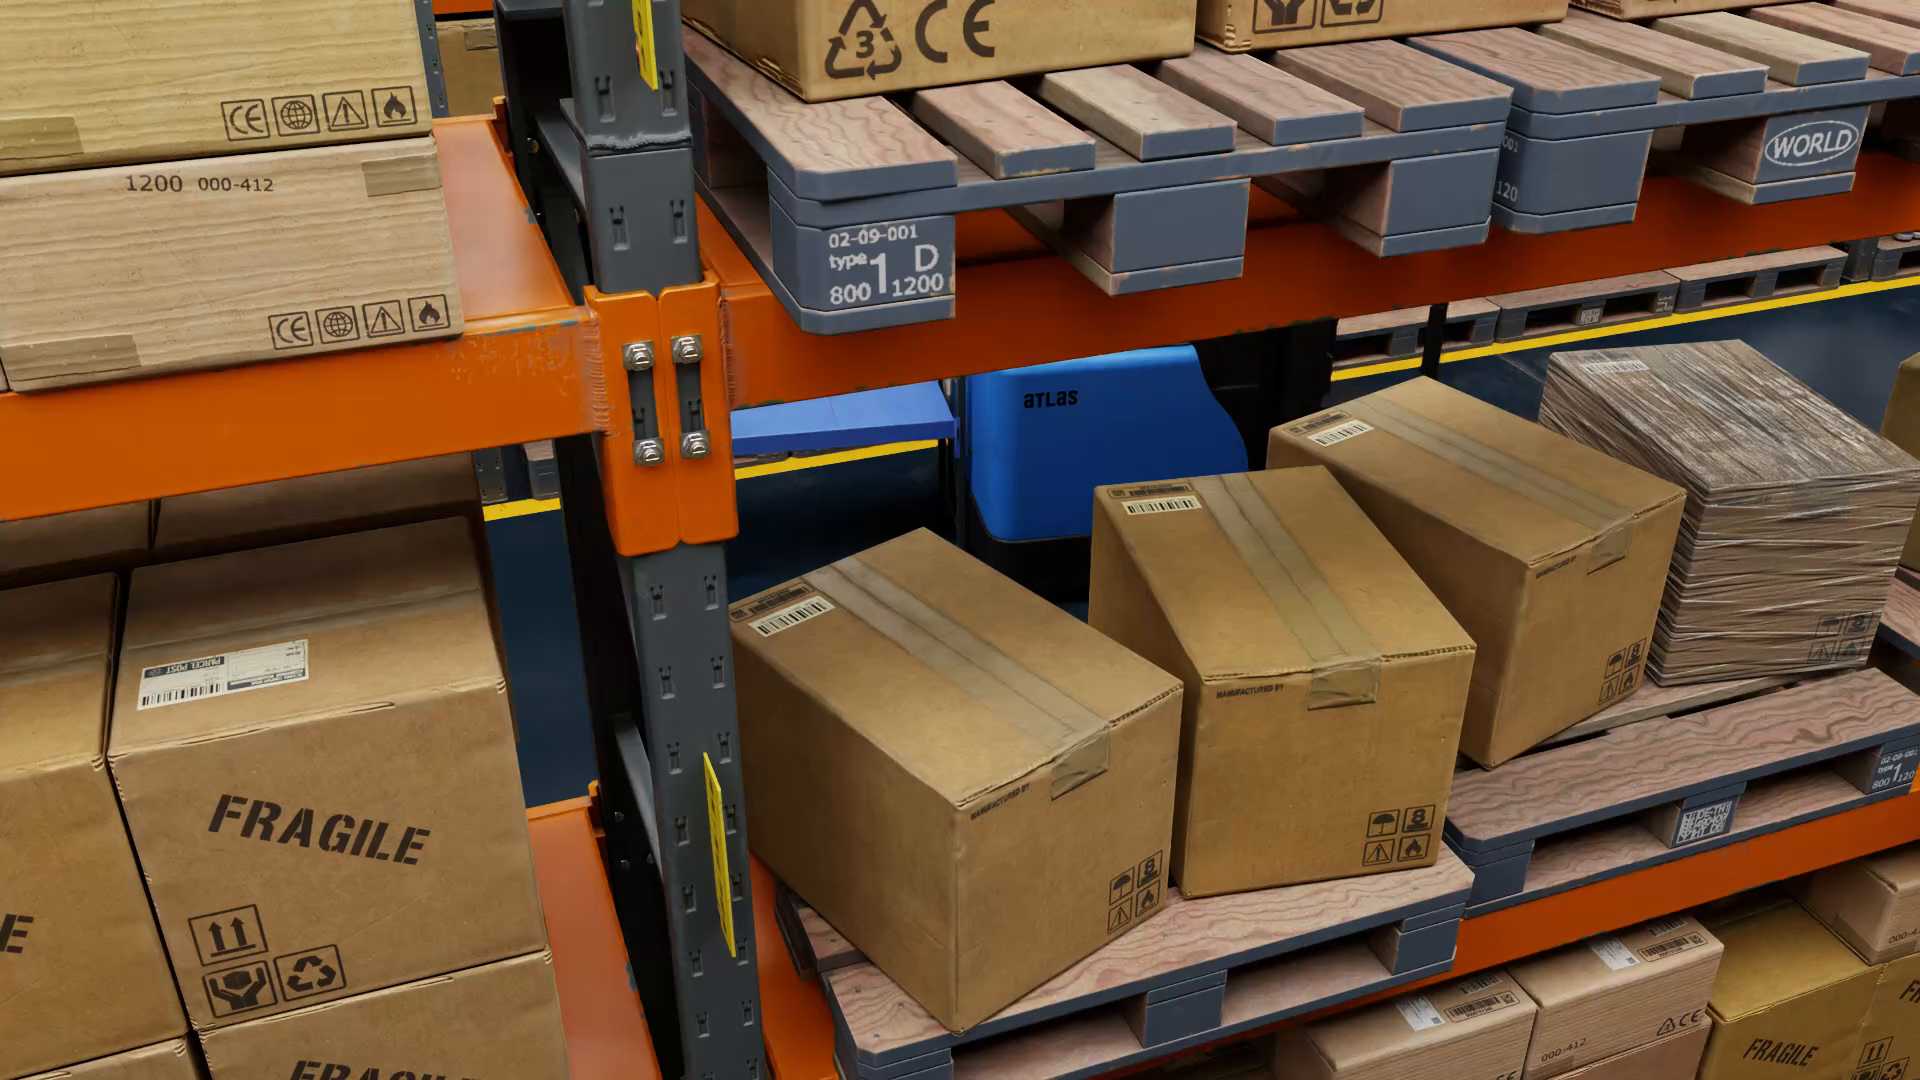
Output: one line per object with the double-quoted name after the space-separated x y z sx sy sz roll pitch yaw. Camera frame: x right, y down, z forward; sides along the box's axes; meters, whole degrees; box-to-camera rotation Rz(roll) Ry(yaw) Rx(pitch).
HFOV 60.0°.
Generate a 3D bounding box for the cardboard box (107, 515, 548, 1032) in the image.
-0.943 0.332 2.526 0.500 0.500 0.500 -10 31 -17 "cardboard box"

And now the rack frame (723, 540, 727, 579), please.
-1.037 -0.607 6.801 0.032 1.500 0.500 -5 30 -9 "rack frame"

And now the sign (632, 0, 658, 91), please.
-0.363 -0.675 1.852 0.005 0.325 0.100 -10 31 -18 "sign"

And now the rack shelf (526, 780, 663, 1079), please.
-2.434 1.260 2.735 4.000 0.370 1.077 -10 31 -18 "rack shelf"

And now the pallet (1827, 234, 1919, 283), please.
5.859 -1.962 10.481 1.213 0.211 1.003 -10 31 -18 "pallet"

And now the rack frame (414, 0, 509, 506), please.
-2.283 -1.696 7.197 0.127 3.000 1.000 -10 31 -18 "rack frame"

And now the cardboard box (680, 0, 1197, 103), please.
-0.062 -1.023 2.359 0.600 0.600 0.600 -14 32 -22 "cardboard box"

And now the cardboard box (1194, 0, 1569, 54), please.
0.557 -1.149 2.580 0.600 0.600 0.600 -11 31 -18 "cardboard box"

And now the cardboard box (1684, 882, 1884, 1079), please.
1.910 1.166 4.253 0.500 0.500 0.500 -12 32 -19 "cardboard box"

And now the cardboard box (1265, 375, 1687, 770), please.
1.075 0.043 3.619 0.500 0.500 0.700 -19 35 -30 "cardboard box"

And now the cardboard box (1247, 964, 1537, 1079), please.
0.916 1.029 3.738 0.500 0.250 0.500 -10 31 -18 "cardboard box"

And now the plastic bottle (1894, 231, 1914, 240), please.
5.666 -1.935 9.927 0.097 0.271 0.097 0 30 0 "plastic bottle"

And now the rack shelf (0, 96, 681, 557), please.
-2.434 -0.043 1.992 4.000 0.370 1.077 -10 31 -18 "rack shelf"

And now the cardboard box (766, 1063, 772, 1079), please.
-0.197 1.279 4.055 0.500 0.500 0.500 -11 31 -18 "cardboard box"

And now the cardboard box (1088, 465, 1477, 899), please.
0.585 0.250 3.255 0.500 0.500 0.700 -6 30 -10 "cardboard box"

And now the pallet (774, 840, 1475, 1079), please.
0.227 0.599 3.363 1.213 0.211 1.003 -10 31 -18 "pallet"

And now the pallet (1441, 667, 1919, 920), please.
1.368 0.333 3.829 1.213 0.211 1.003 -10 31 -18 "pallet"

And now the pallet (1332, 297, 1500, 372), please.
2.205 -1.291 9.303 1.213 0.211 1.003 -10 31 -18 "pallet"

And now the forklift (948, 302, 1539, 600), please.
1.513 -1.378 6.708 3.031 2.935 1.130 -5 30 -9 "forklift"

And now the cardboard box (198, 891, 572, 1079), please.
-0.939 0.764 2.777 0.500 0.500 0.500 -10 31 -17 "cardboard box"

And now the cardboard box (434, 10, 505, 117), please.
-3.417 -3.373 11.863 0.875 0.875 1.225 -10 31 -17 "cardboard box"

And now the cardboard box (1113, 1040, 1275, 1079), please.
0.475 1.430 3.791 0.500 0.500 0.500 -10 31 -17 "cardboard box"

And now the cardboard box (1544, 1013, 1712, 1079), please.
1.420 1.260 4.089 0.500 0.500 0.500 -12 32 -19 "cardboard box"

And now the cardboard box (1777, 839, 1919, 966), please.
2.343 0.763 4.204 0.500 0.250 0.500 -9 31 -16 "cardboard box"

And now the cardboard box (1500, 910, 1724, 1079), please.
1.386 0.942 3.890 0.500 0.250 0.500 -11 31 -19 "cardboard box"

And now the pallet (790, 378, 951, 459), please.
-0.400 -0.811 8.460 1.213 0.211 1.003 -10 31 -18 "pallet"

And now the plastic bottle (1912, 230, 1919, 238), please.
5.761 -1.922 9.975 0.097 0.201 0.097 0 30 0 "plastic bottle"

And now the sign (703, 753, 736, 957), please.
-0.363 0.477 2.509 0.005 0.325 0.100 -10 31 -18 "sign"

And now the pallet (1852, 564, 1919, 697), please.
2.579 0.145 4.159 1.003 0.211 1.213 -10 31 -18 "pallet"

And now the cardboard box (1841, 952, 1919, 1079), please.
2.395 1.077 4.410 0.500 0.500 0.500 -9 31 -16 "cardboard box"

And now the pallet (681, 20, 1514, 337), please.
0.076 -0.699 2.607 1.003 0.211 1.213 -10 31 -18 "pallet"

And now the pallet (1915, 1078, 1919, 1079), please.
2.476 1.235 4.869 1.213 0.211 1.003 -10 31 -18 "pallet"

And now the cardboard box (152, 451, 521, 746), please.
-1.099 0.075 2.977 0.500 0.500 0.500 -10 31 -16 "cardboard box"

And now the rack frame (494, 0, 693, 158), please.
-0.560 -2.004 1.677 0.127 3.000 1.000 -10 31 -18 "rack frame"

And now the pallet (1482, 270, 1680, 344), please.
3.347 -1.500 9.669 1.213 0.211 1.003 -10 31 -18 "pallet"

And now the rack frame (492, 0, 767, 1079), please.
-0.560 0.602 3.162 0.127 3.000 1.000 -10 31 -18 "rack frame"

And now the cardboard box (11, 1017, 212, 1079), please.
-1.421 0.854 2.620 0.500 0.500 0.500 -10 31 -16 "cardboard box"

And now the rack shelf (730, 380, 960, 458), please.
-0.538 -0.498 6.972 1.000 0.185 0.538 -5 30 -9 "rack shelf"

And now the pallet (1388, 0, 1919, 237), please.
1.047 -0.880 2.924 1.003 0.211 1.213 -10 31 -18 "pallet"

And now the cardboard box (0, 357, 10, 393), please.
-1.395 -0.347 1.950 0.500 0.250 0.500 -10 31 -18 "cardboard box"

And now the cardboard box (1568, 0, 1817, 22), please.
1.187 -1.255 2.765 0.600 0.600 0.600 -12 32 -20 "cardboard box"

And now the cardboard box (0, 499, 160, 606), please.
-1.583 0.165 2.820 0.500 0.500 0.500 -11 32 -19 "cardboard box"

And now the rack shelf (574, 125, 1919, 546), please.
1.315 -0.734 3.204 4.000 0.370 1.077 -10 31 -18 "rack shelf"

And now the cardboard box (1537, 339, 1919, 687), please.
1.715 -0.084 3.841 0.500 0.500 0.700 -5 30 -8 "cardboard box"

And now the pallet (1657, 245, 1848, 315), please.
4.492 -1.712 10.042 1.213 0.211 1.003 -10 31 -18 "pallet"

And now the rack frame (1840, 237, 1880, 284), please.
5.215 -3.077 9.621 0.127 3.000 1.000 -10 31 -18 "rack frame"

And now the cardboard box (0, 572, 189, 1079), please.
-1.422 0.422 2.369 0.500 0.500 0.500 -11 31 -19 "cardboard box"

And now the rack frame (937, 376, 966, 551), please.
-0.038 -0.701 6.965 0.032 1.500 0.500 -5 30 -9 "rack frame"

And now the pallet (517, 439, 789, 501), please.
-1.546 -0.599 8.087 1.213 0.211 1.003 -10 31 -18 "pallet"

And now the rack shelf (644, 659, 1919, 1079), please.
1.315 0.570 3.946 4.000 0.370 1.077 -10 31 -18 "rack shelf"

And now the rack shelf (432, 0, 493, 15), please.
-2.136 -4.027 12.015 4.000 0.370 1.077 -10 31 -18 "rack shelf"

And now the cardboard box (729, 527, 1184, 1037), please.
-0.038 0.399 2.995 0.500 0.500 0.700 -22 37 -34 "cardboard box"

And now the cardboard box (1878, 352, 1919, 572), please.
2.638 -0.153 3.963 0.500 0.500 0.700 -22 37 -34 "cardboard box"

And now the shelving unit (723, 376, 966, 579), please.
-0.538 -0.654 6.883 1.048 1.500 0.538 -5 30 -9 "shelving unit"

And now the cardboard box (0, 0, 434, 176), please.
-0.921 -0.643 1.965 0.500 0.250 0.500 -10 31 -18 "cardboard box"

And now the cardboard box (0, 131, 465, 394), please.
-0.923 -0.428 2.093 0.500 0.250 0.500 -10 31 -18 "cardboard box"
